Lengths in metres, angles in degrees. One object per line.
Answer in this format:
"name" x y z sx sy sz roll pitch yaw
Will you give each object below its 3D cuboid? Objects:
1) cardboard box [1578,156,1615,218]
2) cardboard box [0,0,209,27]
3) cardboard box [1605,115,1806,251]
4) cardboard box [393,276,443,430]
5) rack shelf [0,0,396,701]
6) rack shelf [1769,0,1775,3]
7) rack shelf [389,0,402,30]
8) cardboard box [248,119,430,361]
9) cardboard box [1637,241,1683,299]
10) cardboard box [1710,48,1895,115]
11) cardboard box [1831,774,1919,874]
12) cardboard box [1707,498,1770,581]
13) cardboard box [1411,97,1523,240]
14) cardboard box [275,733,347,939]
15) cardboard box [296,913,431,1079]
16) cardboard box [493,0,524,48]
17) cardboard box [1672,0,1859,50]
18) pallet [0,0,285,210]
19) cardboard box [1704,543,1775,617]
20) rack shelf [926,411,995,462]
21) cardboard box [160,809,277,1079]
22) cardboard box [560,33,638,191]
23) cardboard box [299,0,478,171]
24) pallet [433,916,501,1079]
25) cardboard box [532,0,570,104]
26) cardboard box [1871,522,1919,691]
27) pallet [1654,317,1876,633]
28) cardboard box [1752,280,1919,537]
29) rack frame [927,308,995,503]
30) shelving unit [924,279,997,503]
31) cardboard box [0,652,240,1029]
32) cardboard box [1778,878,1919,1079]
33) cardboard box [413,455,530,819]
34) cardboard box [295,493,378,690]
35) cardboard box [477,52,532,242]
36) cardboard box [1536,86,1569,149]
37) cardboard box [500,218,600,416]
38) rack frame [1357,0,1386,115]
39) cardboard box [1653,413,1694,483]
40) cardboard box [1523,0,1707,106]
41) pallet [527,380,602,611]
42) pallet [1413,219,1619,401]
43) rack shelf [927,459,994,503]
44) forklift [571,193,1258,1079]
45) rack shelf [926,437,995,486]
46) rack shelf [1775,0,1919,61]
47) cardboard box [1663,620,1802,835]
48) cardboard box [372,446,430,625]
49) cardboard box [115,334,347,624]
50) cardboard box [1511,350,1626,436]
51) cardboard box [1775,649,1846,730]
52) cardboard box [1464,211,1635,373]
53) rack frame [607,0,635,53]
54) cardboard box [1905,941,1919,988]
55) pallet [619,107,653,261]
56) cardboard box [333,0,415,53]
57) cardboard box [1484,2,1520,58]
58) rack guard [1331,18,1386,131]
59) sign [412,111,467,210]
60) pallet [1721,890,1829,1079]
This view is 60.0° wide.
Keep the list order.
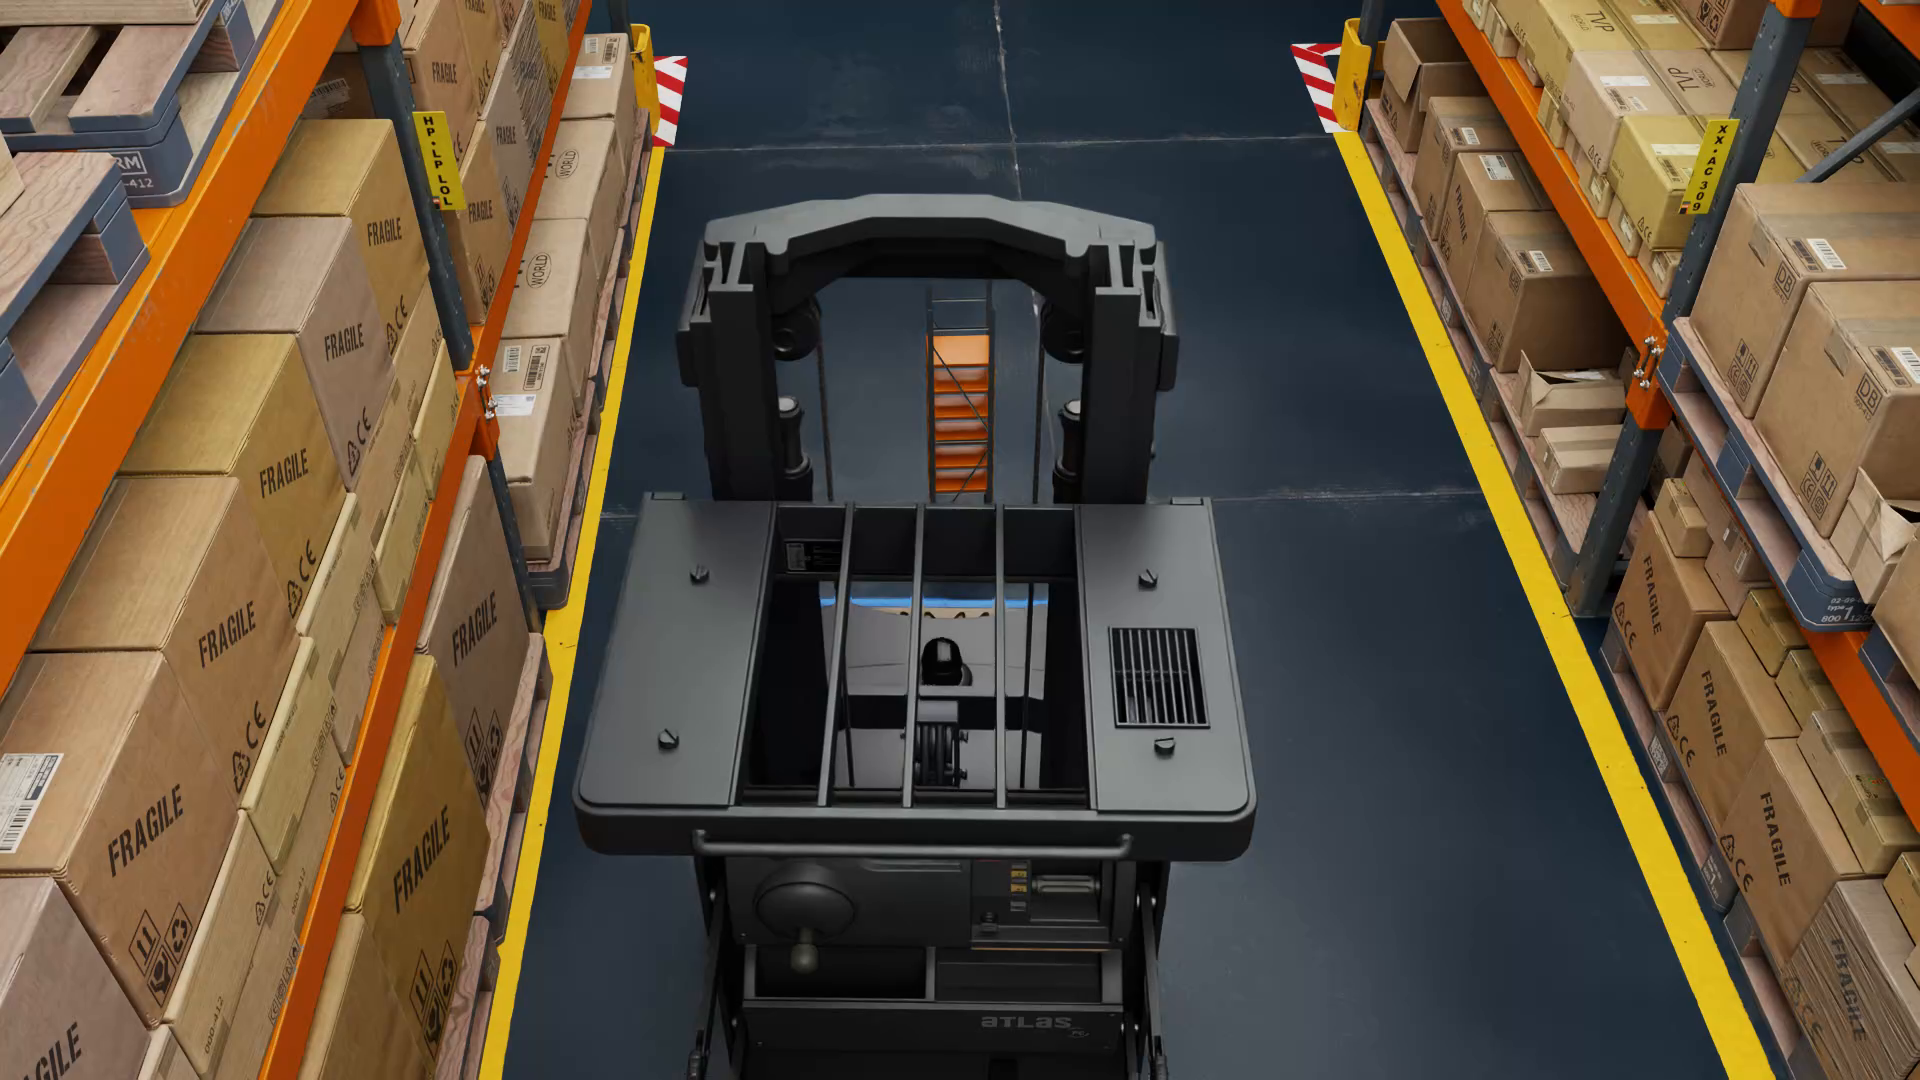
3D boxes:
"cardboard box" 2.528 -1.320 6.156 0.380 0.149 0.250 -1 43 -1
"cardboard box" -1.850 -1.348 3.536 0.500 0.311 0.500 -2 43 -2
"cardboard box" 2.597 -1.245 5.780 0.500 0.250 0.500 -1 43 -1
"cardboard box" -1.835 -0.548 4.868 0.500 0.250 0.500 -2 43 -2
"rack shelf" -2.012 -0.200 3.060 1.077 0.370 4.000 -2 43 -2
"rack shelf" 2.777 -3.045 6.165 1.077 0.370 4.000 -2 43 -2
"rack shelf" -2.182 -2.900 6.006 1.077 0.370 4.000 -2 43 -2
"cardboard box" -1.827 -0.820 4.611 0.500 0.500 0.500 0 43 0
"cardboard box" 2.596 -0.970 5.774 0.380 0.149 0.250 -1 43 -1
"cardboard box" 3.082 -1.589 6.155 0.500 0.250 0.500 -2 43 -2
"cardboard box" 2.729 0.803 4.713 0.380 0.149 0.250 0 43 0
"cardboard box" 2.670 -0.012 5.383 0.380 0.149 0.250 -4 43 -4
"cardboard box" 2.621 -1.794 8.027 0.700 0.500 0.500 0 43 0
"cardboard box" -1.777 0.675 3.904 0.500 0.250 0.500 -2 43 -2
"cardboard box" -1.907 1.549 4.102 0.875 0.875 0.875 -1 43 -1
"cardboard box" -1.901 -2.130 6.040 0.500 0.500 0.500 -1 43 -1
"cardboard box" 3.065 -2.198 6.264 0.500 0.500 0.500 -3 43 -3
"pallet" -2.009 -1.127 3.681 0.805 0.209 1.217 -3 43 -4
"cardboard box" 2.700 0.108 5.471 0.380 0.149 0.250 -3 43 -3
"rack shelf" 0.001 -0.400 6.364 0.258 0.103 0.180 -2 43 -2
"cardboard box" -1.732 0.827 3.369 0.500 0.250 0.500 -2 43 -2
"cardboard box" -2.139 -2.177 8.491 0.875 0.438 0.875 -3 43 -3
"cardboard box" -1.875 -1.443 5.290 0.500 0.500 0.500 -1 43 -2
"pallet" -1.934 1.663 4.779 1.003 0.211 1.213 -2 43 -2
"cardboard box" -1.909 -2.094 6.741 0.500 0.500 0.500 0 43 -1
"cardboard box" 2.714 0.167 3.964 0.700 0.500 0.500 -2 43 -2
"pallet" 2.787 -0.241 4.935 1.003 0.211 1.213 -2 43 -2
"cardboard box" 2.681 -0.363 4.542 0.700 0.500 0.500 -1 43 -1
"rack frame" 0.005 -0.371 6.267 0.240 1.200 0.006 -2 43 -2
"shelving unit" 0.001 -0.433 6.334 0.258 1.200 0.189 -2 43 -2
"cardboard box" -1.741 0.561 3.104 0.500 0.500 0.500 -1 43 -1
"cardboard box" 2.723 1.292 4.660 0.500 0.500 0.500 -3 43 -3
"cardboard box" -1.991 0.335 5.426 0.875 0.875 0.875 0 43 0
"cardboard box" -1.779 0.139 4.119 0.500 0.250 0.500 -1 43 -1
"cardboard box" -1.873 -1.410 5.995 0.500 0.500 0.500 -1 43 -2
"cardboard box" 2.505 -1.669 6.537 0.380 0.149 0.250 -2 43 -2
"cardboard box" -2.055 -0.951 7.153 0.875 0.438 0.875 -3 43 -3
"rack frame" 2.692 -3.555 8.408 1.000 3.000 0.127 -2 43 -2
"cardboard box" 3.070 -0.471 6.723 0.500 0.311 0.500 0 43 0
"cardboard box" 2.553 -1.920 6.516 0.500 0.250 0.500 -2 43 -2
"pallet" -2.051 -0.197 6.809 1.003 0.211 1.213 -2 43 -2
"pallet" 2.779 -1.115 7.811 1.003 0.211 1.213 -2 43 -2
"rack shelf" 0.001 -0.223 6.526 0.258 0.103 0.180 -2 43 -2
"forklift" -0.067 0.877 3.624 1.130 2.935 3.031 1 43 1
"rack shelf" 0.001 -0.311 6.445 0.258 0.103 0.180 -2 43 -2
"rack shelf" 2.947 -0.345 3.218 1.077 0.370 4.000 -2 43 -2
"cardboard box" 2.690 0.605 5.410 0.500 0.500 0.500 -2 43 -2
"cardboard box" -1.806 -0.014 4.657 0.500 0.250 0.500 -2 43 -2
"cardboard box" -1.796 -0.128 3.856 0.500 0.500 0.500 0 43 0
"cardboard box" 2.530 -0.610 6.908 0.396 0.266 0.258 0 43 0
"cardboard box" 2.748 0.465 5.081 0.380 0.149 0.250 -2 43 -3
"cardboard box" 2.665 -1.093 7.262 0.700 0.500 0.500 -3 43 -3
"rack frame" -2.267 -3.410 8.250 1.000 3.000 0.127 -2 43 -2
"cardboard box" 2.730 1.152 4.333 0.380 0.149 0.250 -4 43 -4
"pallet" -2.155 -1.844 8.606 1.003 0.211 1.213 -2 43 -2
"cardboard box" -1.851 -1.574 4.954 0.380 0.149 0.250 -2 43 -2
"cardboard box" 2.469 -2.184 7.099 0.380 0.149 0.250 -1 43 -1
"rack guard" 2.695 -2.582 9.197 1.175 0.500 0.348 -2 43 -2
"sign" -1.555 -1.129 4.964 0.100 0.325 0.005 -2 43 -2
"pallet" 2.989 1.547 4.906 1.003 0.211 1.213 -2 43 -2
